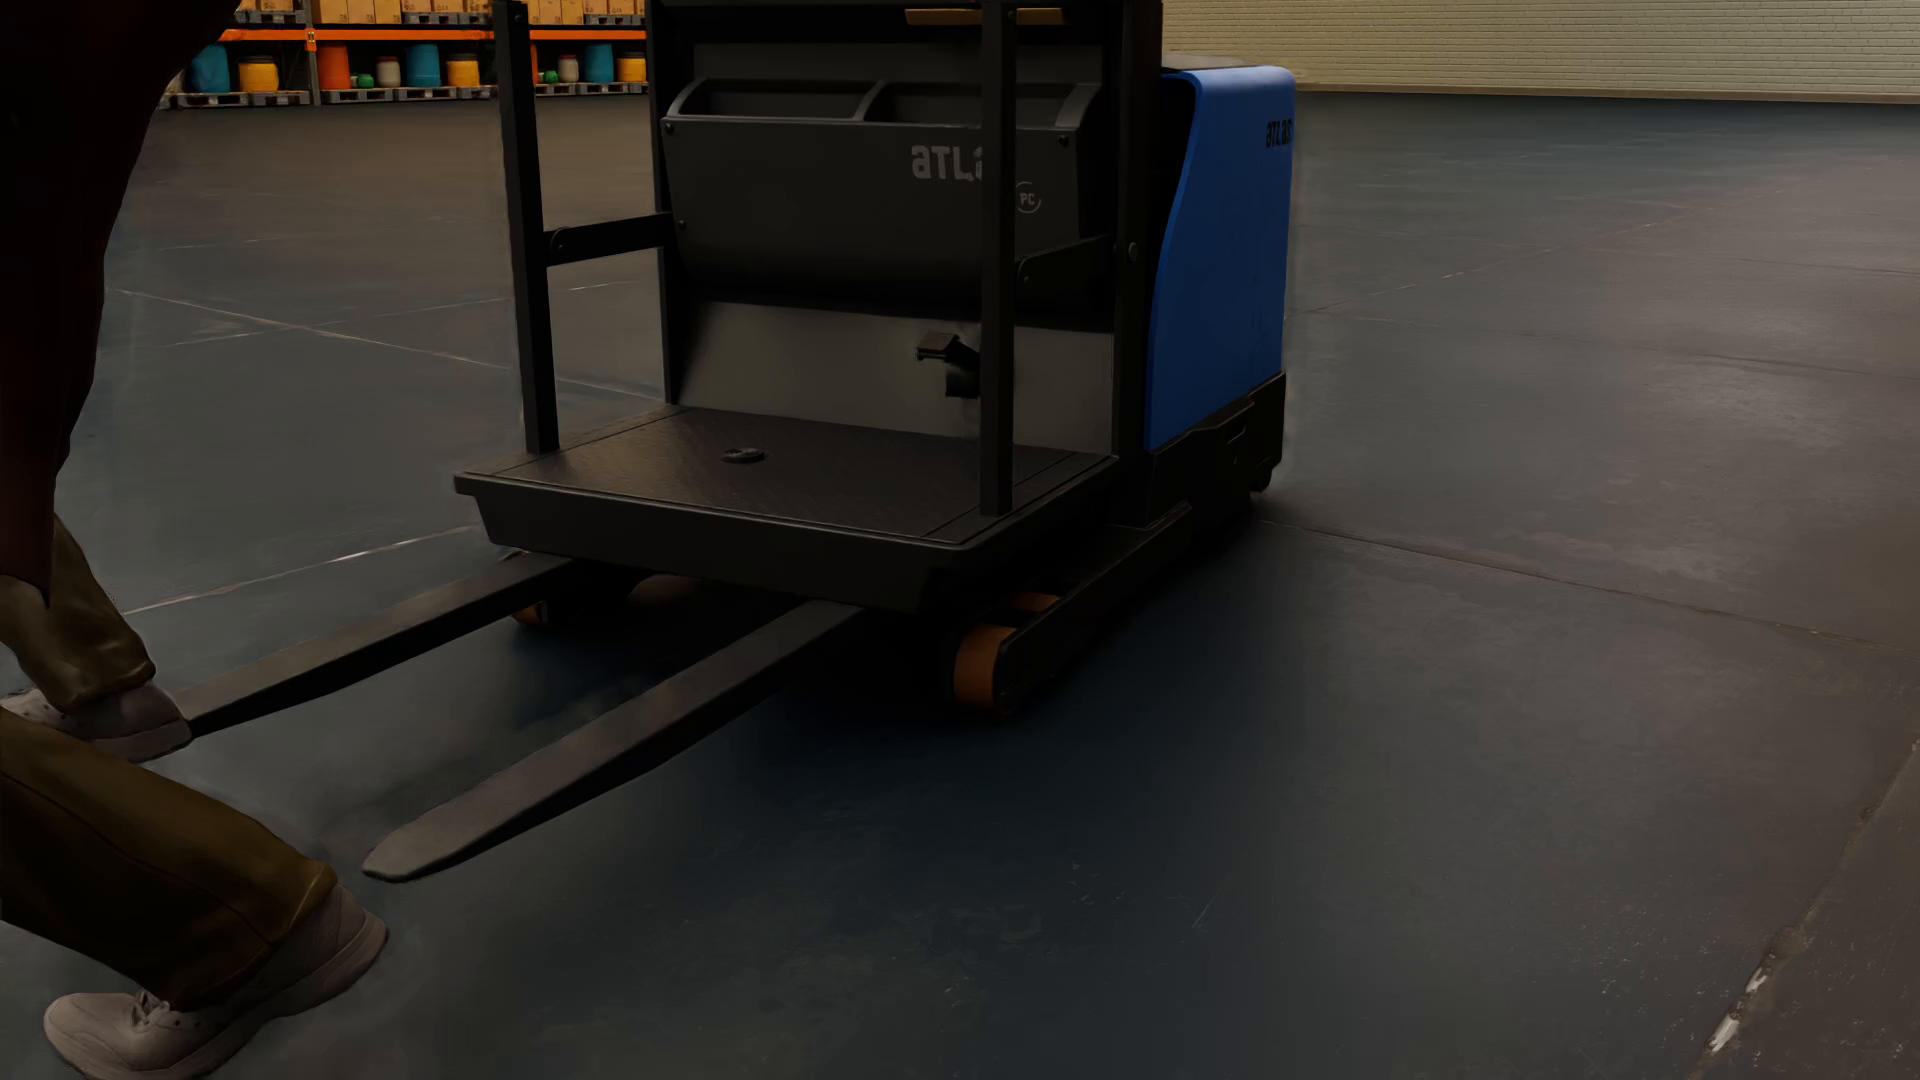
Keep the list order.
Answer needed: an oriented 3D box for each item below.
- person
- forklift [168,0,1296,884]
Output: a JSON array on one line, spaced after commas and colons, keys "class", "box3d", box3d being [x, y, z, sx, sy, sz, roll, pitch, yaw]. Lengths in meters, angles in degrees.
[{"class": "person", "box3d": [-1.141, -0.242, 2.020, 0.869, 1.507, 1.035, -3, 17, -9]}, {"class": "forklift", "box3d": [-0.263, -1.237, 2.973, 1.130, 2.935, 3.031, 8, 19, 25]}]
